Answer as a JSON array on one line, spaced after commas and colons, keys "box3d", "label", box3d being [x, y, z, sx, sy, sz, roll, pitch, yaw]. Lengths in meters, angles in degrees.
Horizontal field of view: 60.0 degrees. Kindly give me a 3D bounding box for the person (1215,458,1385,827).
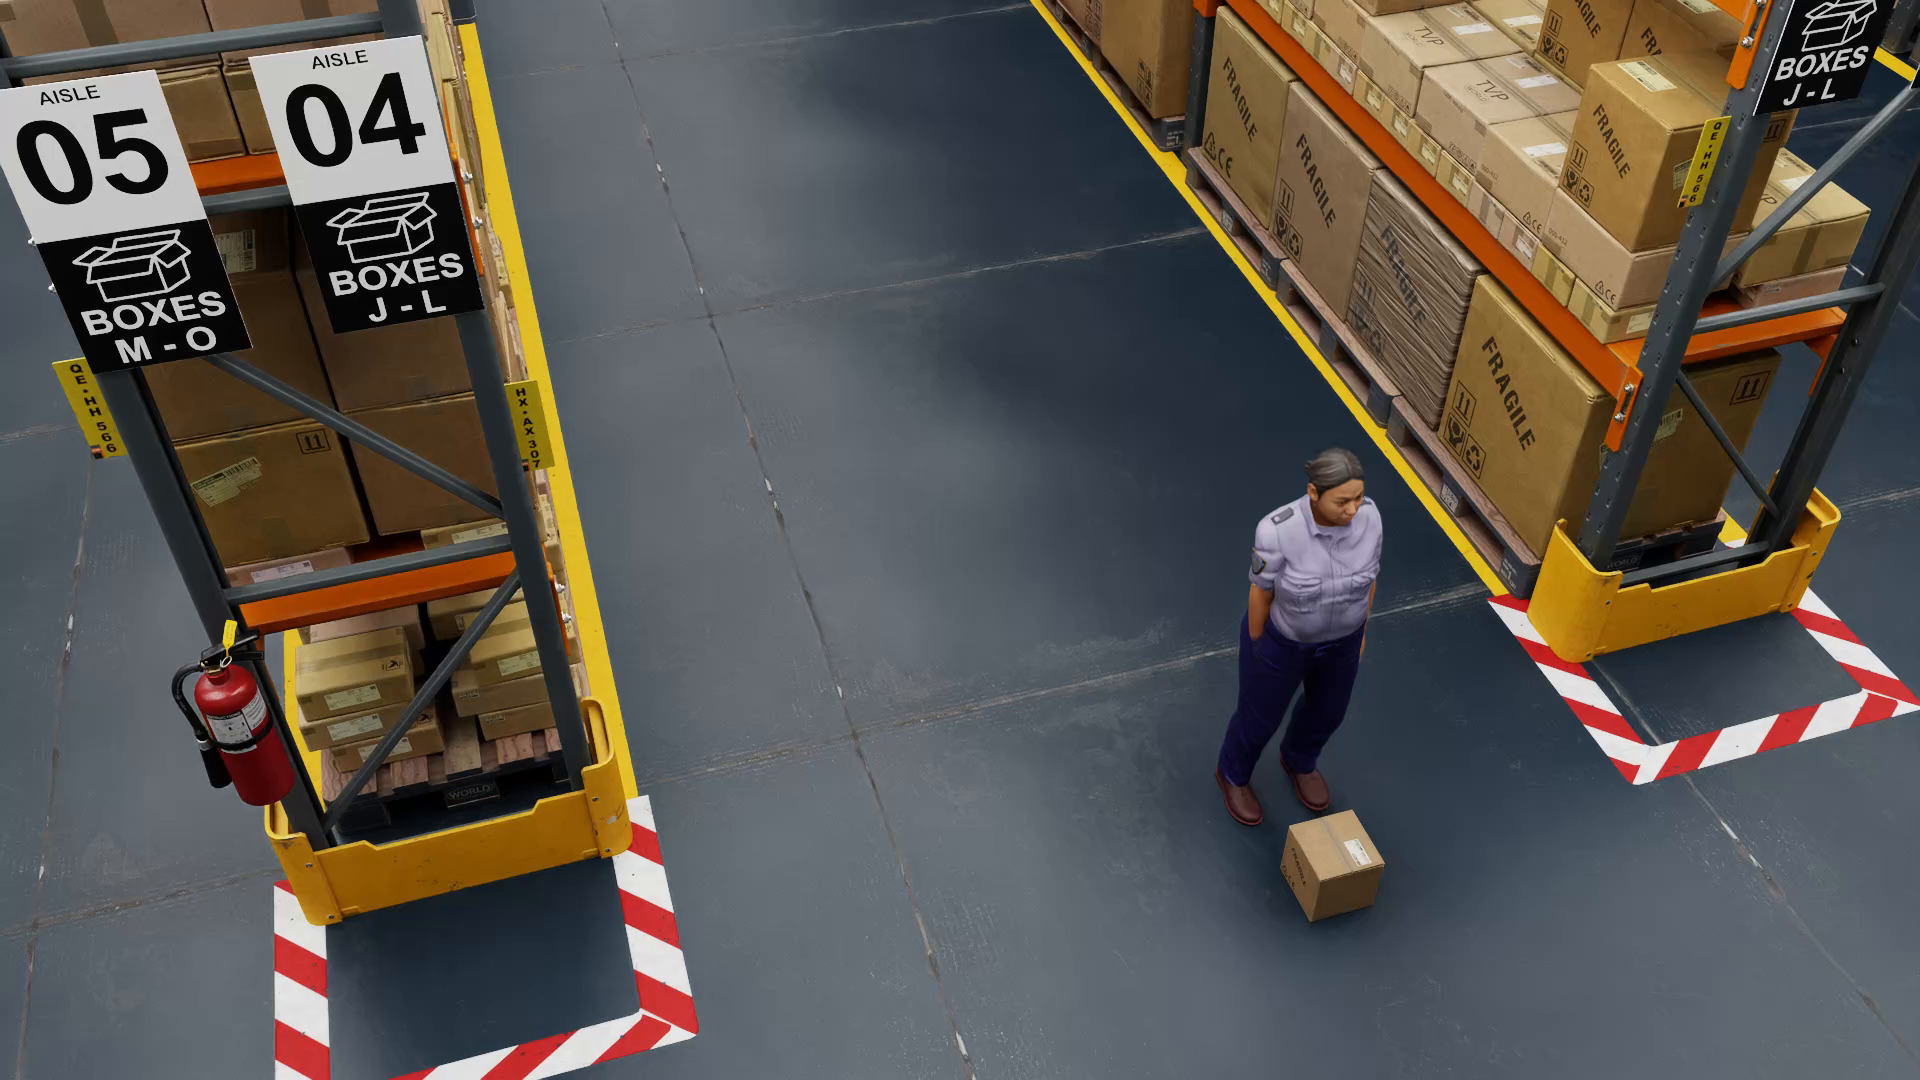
[{"box3d": [1.211, 0.339, 5.817, 0.478, 1.638, 0.338, -11, 44, -12], "label": "person"}]
